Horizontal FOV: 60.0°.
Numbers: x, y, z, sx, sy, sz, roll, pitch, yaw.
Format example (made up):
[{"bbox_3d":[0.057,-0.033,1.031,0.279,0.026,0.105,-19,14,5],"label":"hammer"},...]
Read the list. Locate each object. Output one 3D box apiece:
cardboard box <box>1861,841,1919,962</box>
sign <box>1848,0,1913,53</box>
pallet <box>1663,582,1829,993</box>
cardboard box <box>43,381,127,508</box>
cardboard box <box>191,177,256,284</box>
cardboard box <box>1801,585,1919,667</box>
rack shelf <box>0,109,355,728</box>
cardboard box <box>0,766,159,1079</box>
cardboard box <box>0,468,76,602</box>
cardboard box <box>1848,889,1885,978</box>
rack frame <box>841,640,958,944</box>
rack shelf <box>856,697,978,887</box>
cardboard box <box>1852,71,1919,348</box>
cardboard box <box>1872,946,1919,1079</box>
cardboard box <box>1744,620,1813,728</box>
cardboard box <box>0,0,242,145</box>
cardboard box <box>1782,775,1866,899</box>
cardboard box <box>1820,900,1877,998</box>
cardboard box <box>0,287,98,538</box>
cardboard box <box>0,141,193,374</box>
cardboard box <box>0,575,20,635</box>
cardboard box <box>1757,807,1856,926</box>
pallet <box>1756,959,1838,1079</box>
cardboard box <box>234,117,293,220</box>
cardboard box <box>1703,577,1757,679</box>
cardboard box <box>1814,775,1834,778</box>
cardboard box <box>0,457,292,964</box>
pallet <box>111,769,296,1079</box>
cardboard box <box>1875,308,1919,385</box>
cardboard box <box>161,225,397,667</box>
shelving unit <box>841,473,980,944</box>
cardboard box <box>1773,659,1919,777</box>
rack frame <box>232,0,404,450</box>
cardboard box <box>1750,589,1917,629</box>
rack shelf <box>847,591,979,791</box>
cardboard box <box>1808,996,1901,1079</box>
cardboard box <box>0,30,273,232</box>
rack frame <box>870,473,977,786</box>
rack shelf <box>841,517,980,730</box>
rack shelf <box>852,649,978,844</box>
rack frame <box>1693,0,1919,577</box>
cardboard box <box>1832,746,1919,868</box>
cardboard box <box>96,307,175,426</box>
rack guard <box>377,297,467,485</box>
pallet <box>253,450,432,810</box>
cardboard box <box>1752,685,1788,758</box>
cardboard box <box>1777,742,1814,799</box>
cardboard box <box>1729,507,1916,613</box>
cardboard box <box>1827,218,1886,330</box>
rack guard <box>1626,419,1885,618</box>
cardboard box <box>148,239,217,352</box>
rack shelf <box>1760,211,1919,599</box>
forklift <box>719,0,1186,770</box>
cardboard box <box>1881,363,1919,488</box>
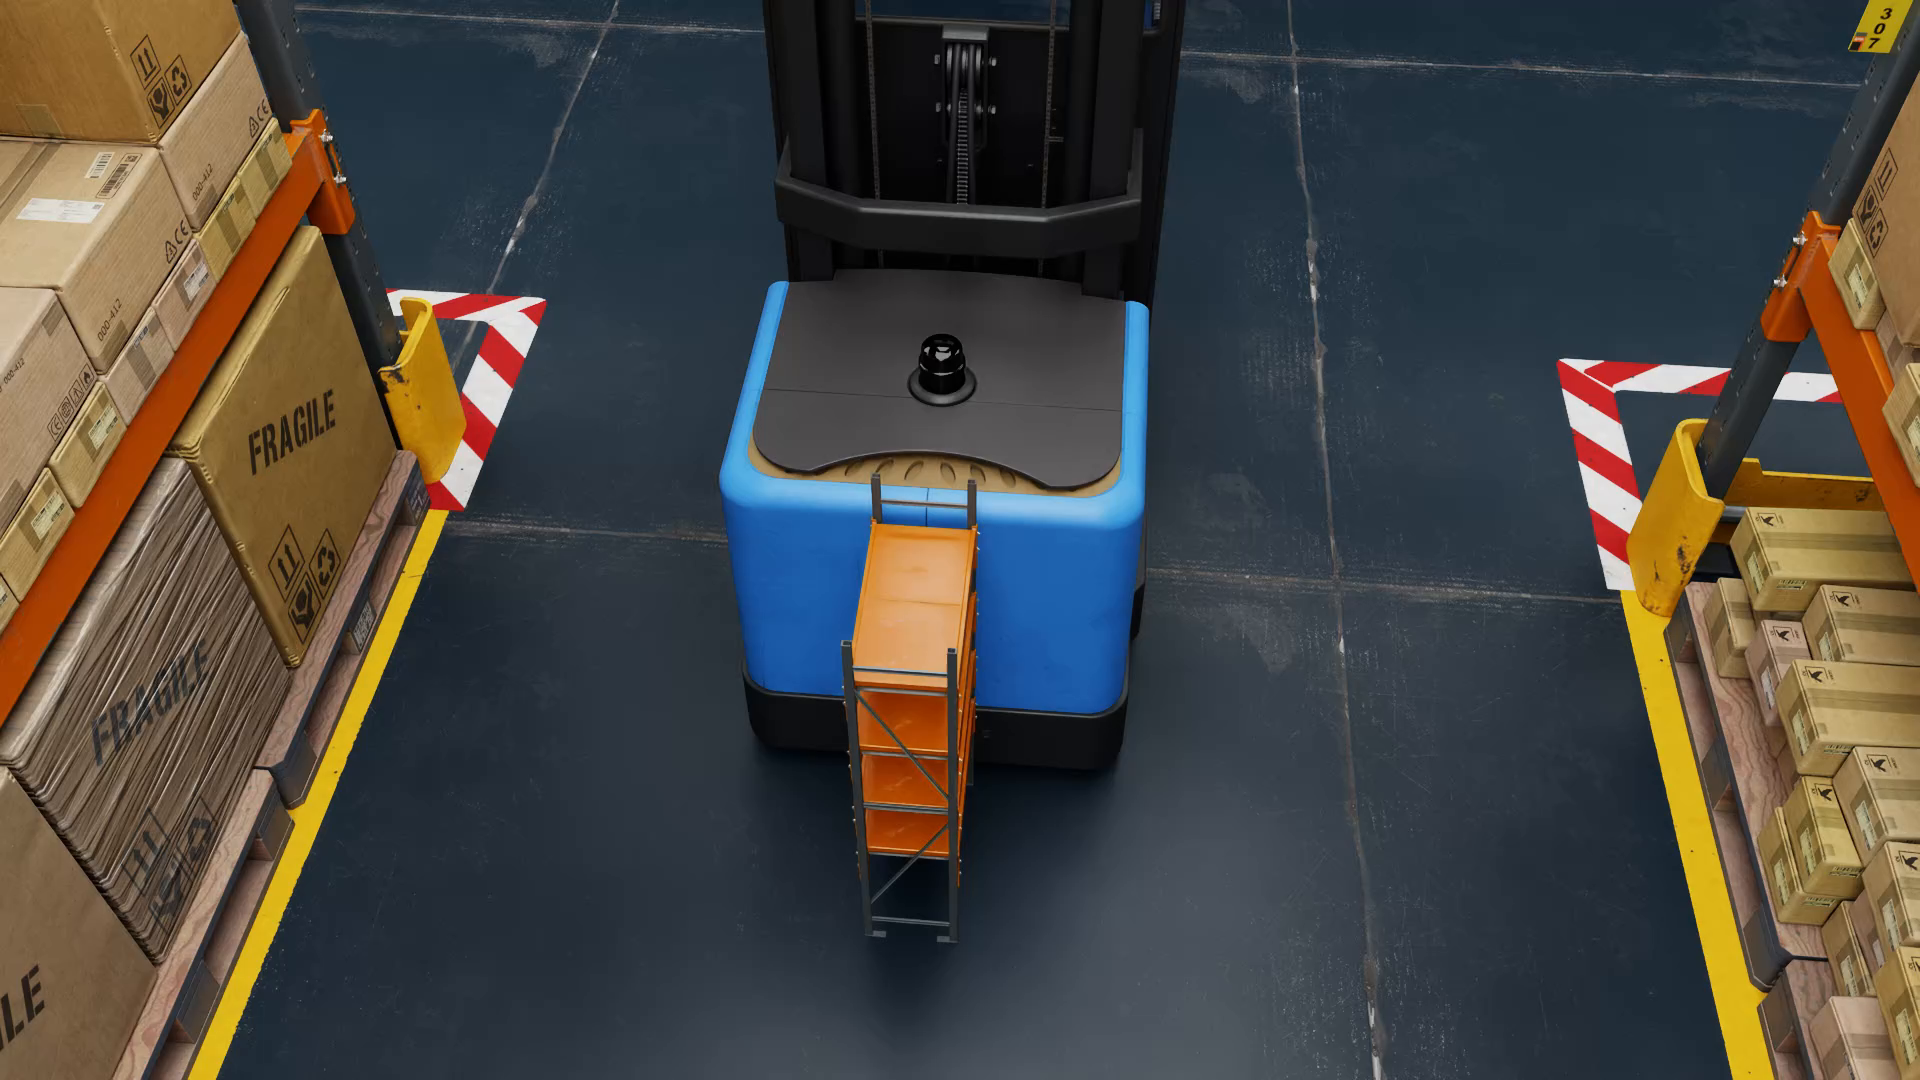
[{"bbox_3d":[2.257,0.833,3.699,0.380,0.149,0.250,6,48,5],"label":"cardboard box"},{"bbox_3d":[2.133,-1.255,3.778,0.100,0.325,0.005,4,48,4],"label":"sign"},{"bbox_3d":[2.557,0.665,4.499,1.003,0.211,1.213,4,48,4],"label":"pallet"},{"bbox_3d":[-2.053,-0.215,3.584,0.380,0.149,0.250,3,48,3],"label":"cardboard box"},{"bbox_3d":[-1.983,-0.775,4.096,0.380,0.149,0.250,4,48,4],"label":"cardboard box"},{"bbox_3d":[2.382,0.266,4.218,0.380,0.149,0.250,5,48,4],"label":"cardboard box"},{"bbox_3d":[-2.439,0.378,3.359,1.077,0.370,4.000,4,48,4],"label":"rack shelf"},{"bbox_3d":[-2.399,1.039,3.422,0.875,0.875,0.875,4,48,4],"label":"cardboard box"},{"bbox_3d":[-2.076,-0.024,3.410,0.380,0.149,0.250,4,48,4],"label":"cardboard box"},{"bbox_3d":[2.294,0.927,3.815,0.380,0.149,0.250,2,48,2],"label":"cardboard box"},{"bbox_3d":[-0.126,0.625,3.865,0.240,1.200,0.015,4,48,3],"label":"rack frame"},{"bbox_3d":[-0.104,0.625,4.226,0.258,0.148,0.480,4,48,3],"label":"rack shelf"},{"bbox_3d":[2.357,-0.749,3.633,0.500,0.500,0.500,6,48,5],"label":"cardboard box"},{"bbox_3d":[2.187,1.024,3.525,0.380,0.149,0.250,5,48,4],"label":"cardboard box"},{"bbox_3d":[2.289,0.359,4.335,0.380,0.149,0.250,4,48,3],"label":"cardboard box"},{"bbox_3d":[-2.039,-1.261,3.763,0.500,0.500,0.500,4,48,4],"label":"cardboard box"},{"bbox_3d":[2.223,0.726,3.999,0.380,0.149,0.250,5,48,5],"label":"cardboard box"},{"bbox_3d":[2.288,1.013,3.939,0.380,0.149,0.250,4,48,4],"label":"cardboard box"},{"bbox_3d":[-2.129,-0.263,3.358,0.500,0.250,0.500,2,48,2],"label":"cardboard box"},{"bbox_3d":[-2.083,-0.637,3.700,0.500,0.250,0.500,3,48,3],"label":"cardboard box"},{"bbox_3d":[-2.101,0.158,3.243,0.380,0.149,0.250,5,48,4],"label":"cardboard box"},{"bbox_3d":[2.216,0.819,4.116,0.380,0.149,0.250,4,48,4],"label":"cardboard box"},{"bbox_3d":[2.444,1.559,3.681,1.003,0.211,1.213,4,48,4],"label":"pallet"},{"bbox_3d":[-1.961,-0.966,4.271,0.380,0.149,0.250,5,48,4],"label":"cardboard box"},{"bbox_3d":[2.307,0.257,4.629,0.380,0.149,0.250,5,48,4],"label":"cardboard box"},{"bbox_3d":[2.355,0.545,4.165,0.380,0.149,0.250,4,48,4],"label":"cardboard box"},{"bbox_3d":[-2.318,0.385,4.020,0.875,0.875,0.875,4,48,4],"label":"cardboard box"},{"bbox_3d":[-2.365,1.094,4.107,1.003,0.211,1.213,4,48,4],"label":"pallet"},{"bbox_3d":[2.336,-0.436,3.786,0.380,0.149,0.250,5,48,5],"label":"cardboard box"},{"bbox_3d":[-2.235,-0.283,4.632,0.875,0.875,0.875,4,48,4],"label":"cardboard box"},{"bbox_3d":[-0.104,0.445,4.030,0.258,1.200,0.503,4,48,3],"label":"shelving unit"},{"bbox_3d":[2.232,0.443,4.057,0.380,0.149,0.250,4,48,3],"label":"cardboard box"},{"bbox_3d":[-2.257,-1.334,4.438,1.000,3.000,0.127,4,48,4],"label":"rack frame"},{"bbox_3d":[2.370,0.161,4.516,0.380,0.149,0.250,6,48,5],"label":"cardboard box"},{"bbox_3d":[-0.104,0.340,3.914,0.258,0.148,0.480,4,48,3],"label":"rack shelf"},{"bbox_3d":[2.179,1.190,3.776,0.380,0.149,0.250,2,48,2],"label":"cardboard box"},{"bbox_3d":[-2.036,-1.010,4.041,0.500,0.250,0.500,3,48,3],"label":"cardboard box"},{"bbox_3d":[-0.082,0.266,4.194,0.240,1.200,0.015,4,48,3],"label":"rack frame"},{"bbox_3d":[-0.104,0.180,3.740,0.258,0.148,0.480,4,48,3],"label":"rack shelf"},{"bbox_3d":[-0.104,0.491,4.079,0.258,0.148,0.480,4,48,3],"label":"rack shelf"},{"bbox_3d":[2.673,-0.926,4.065,1.000,3.000,0.127,4,48,4],"label":"rack frame"},{"bbox_3d":[2.291,0.630,3.885,0.380,0.149,0.250,2,48,2],"label":"cardboard box"},{"bbox_3d":[-2.031,-0.406,3.759,0.380,0.149,0.250,5,48,4],"label":"cardboard box"},{"bbox_3d":[-2.254,-0.508,5.376,1.175,0.500,0.348,4,48,4],"label":"rack guard"},{"bbox_3d":[-2.252,0.200,4.924,1.003,0.211,1.213,4,48,4],"label":"pallet"},{"bbox_3d":[2.365,0.455,4.448,0.380,0.149,0.250,4,48,3],"label":"cardboard box"},{"bbox_3d":[2.349,0.638,4.281,0.380,0.149,0.250,4,48,4],"label":"cardboard box"},{"bbox_3d":[2.287,0.055,4.411,0.380,0.149,0.250,2,48,2],"label":"cardboard box"},{"bbox_3d":[2.318,-0.626,3.960,0.380,0.149,0.250,4,48,3],"label":"cardboard box"},{"bbox_3d":[2.667,-0.027,4.936,1.175,0.500,0.348,4,48,4],"label":"rack guard"},{"bbox_3d":[-2.007,-0.589,3.926,0.380,0.149,0.250,4,48,4],"label":"cardboard box"},{"bbox_3d":[2.491,0.786,2.986,1.077,0.370,4.000,4,48,4],"label":"rack shelf"},{"bbox_3d":[0.056,-1.449,4.589,1.130,2.935,3.031,4,48,3],"label":"forklift"},{"bbox_3d":[2.258,-0.242,3.609,0.380,0.149,0.250,3,48,2],"label":"cardboard box"}]
